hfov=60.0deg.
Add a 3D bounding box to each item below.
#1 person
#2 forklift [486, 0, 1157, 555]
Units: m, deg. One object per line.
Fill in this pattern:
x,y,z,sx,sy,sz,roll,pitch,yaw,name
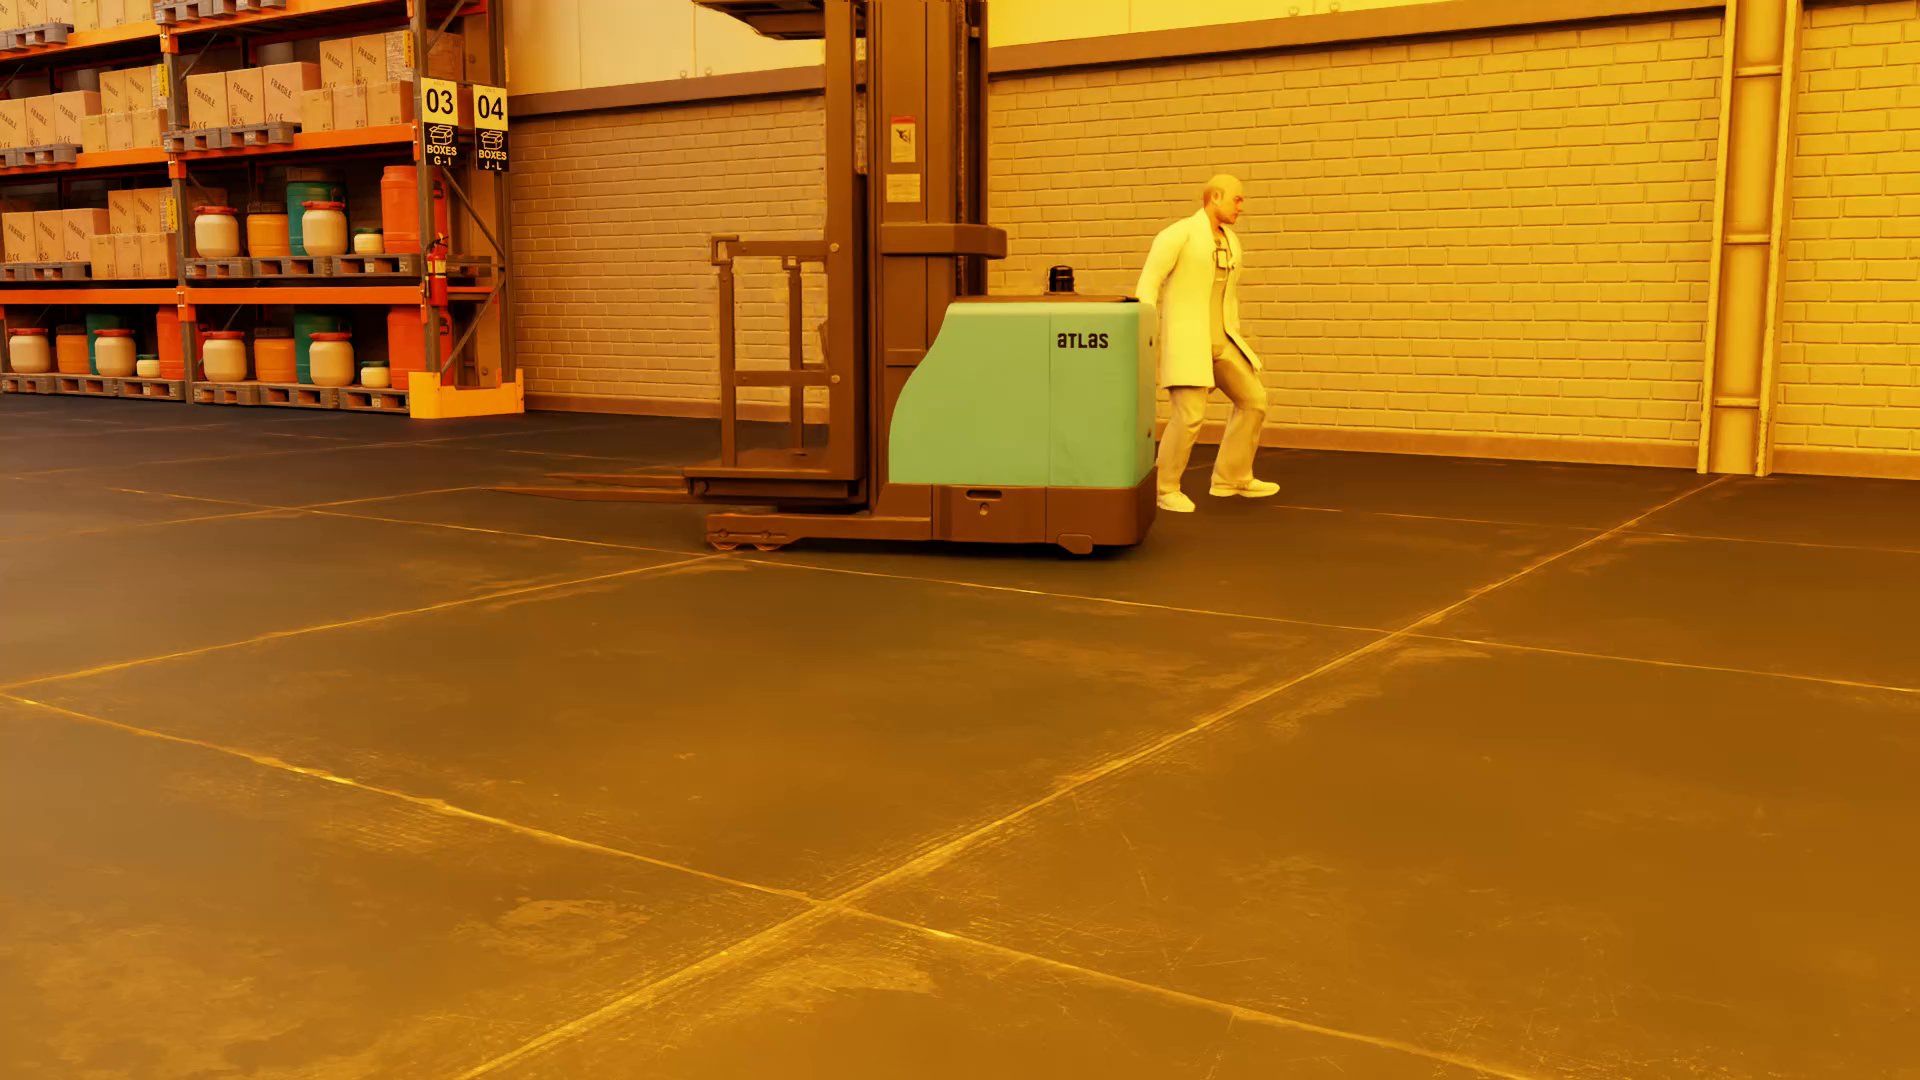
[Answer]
1.266,-1.026,8.725,0.911,1.748,0.489,-6,10,-38,person
-0.645,-1.470,7.530,3.031,2.935,1.130,2,8,12,forklift
